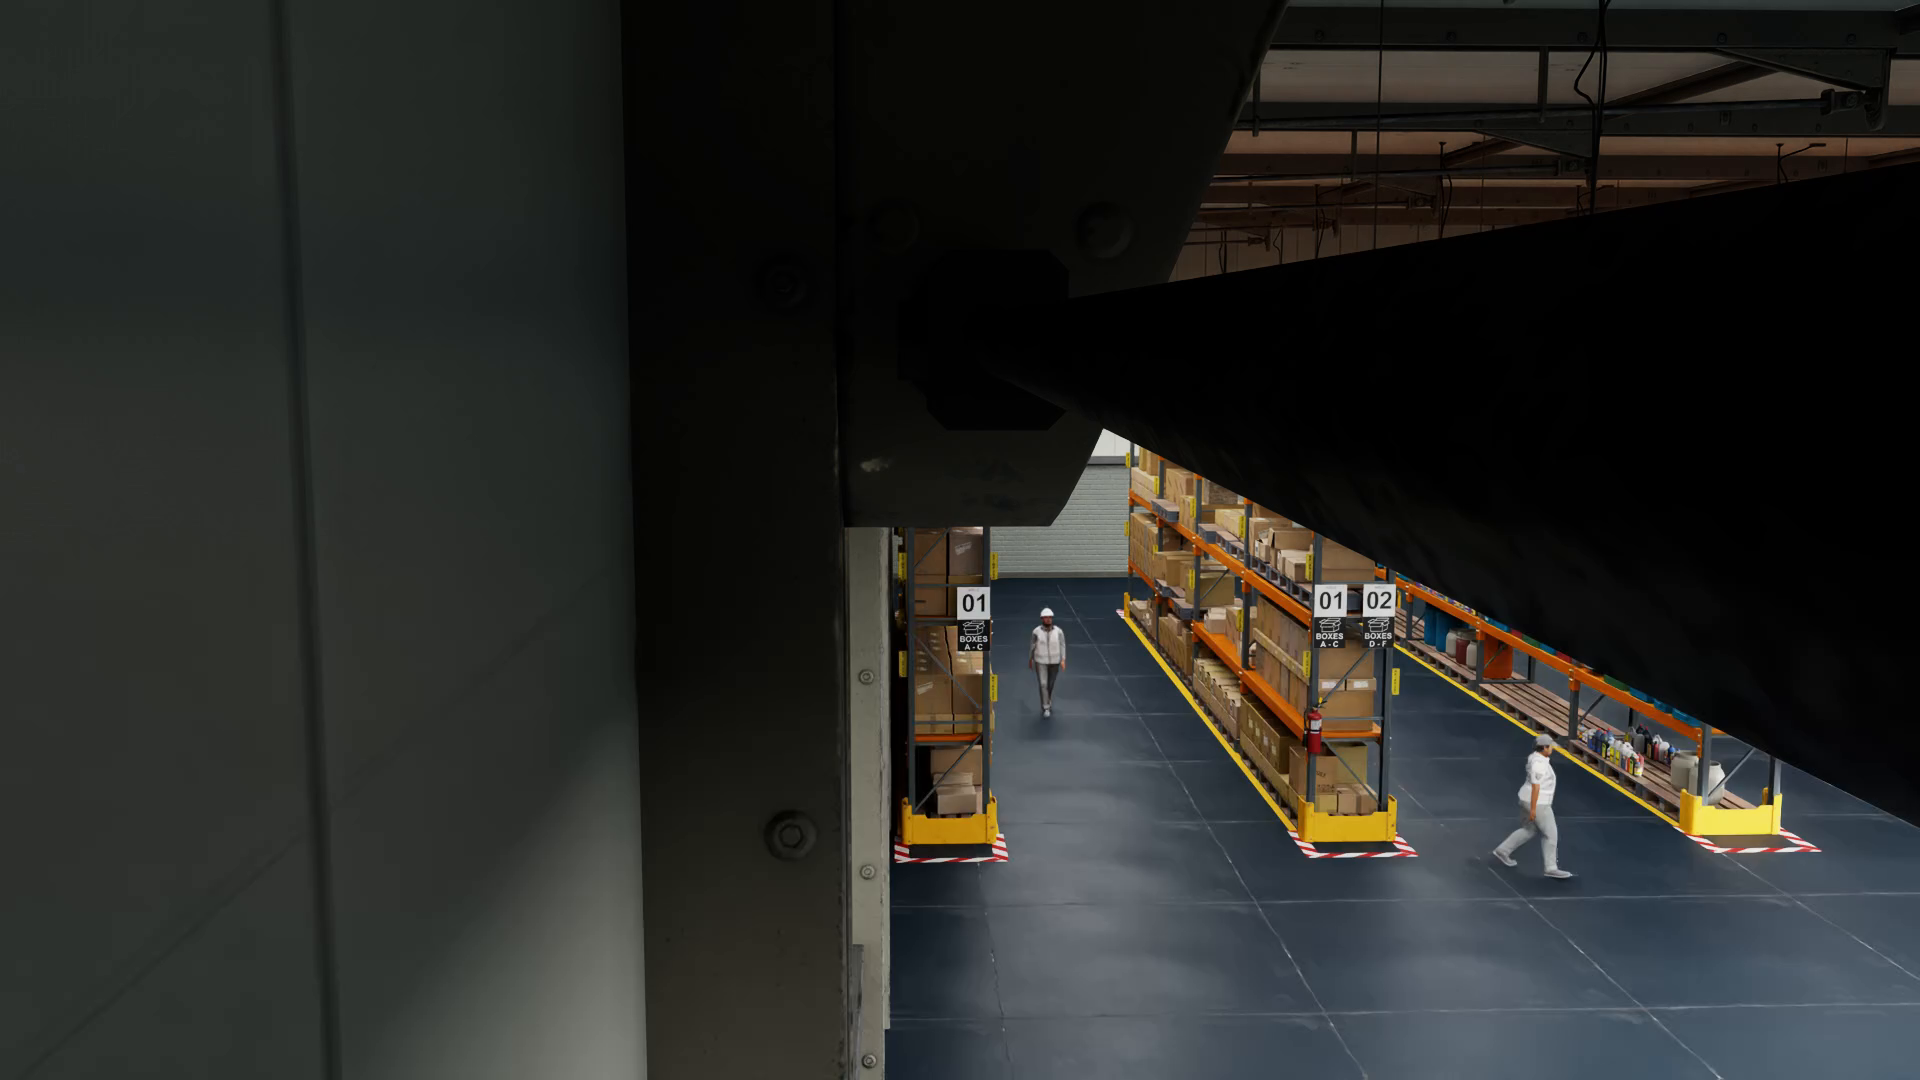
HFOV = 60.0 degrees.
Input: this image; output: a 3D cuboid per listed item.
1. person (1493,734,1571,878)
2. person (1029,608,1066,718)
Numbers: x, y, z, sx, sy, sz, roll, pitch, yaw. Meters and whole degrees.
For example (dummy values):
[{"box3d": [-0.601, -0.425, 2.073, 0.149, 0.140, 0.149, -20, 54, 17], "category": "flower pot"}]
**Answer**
[{"box3d": [6.657, 3.058, 19.306, 0.808, 1.630, 0.511, 1, 7, 7], "category": "person"}, {"box3d": [1.458, 1.979, 27.242, 0.548, 1.711, 1.079, -1, 7, -11], "category": "person"}]
